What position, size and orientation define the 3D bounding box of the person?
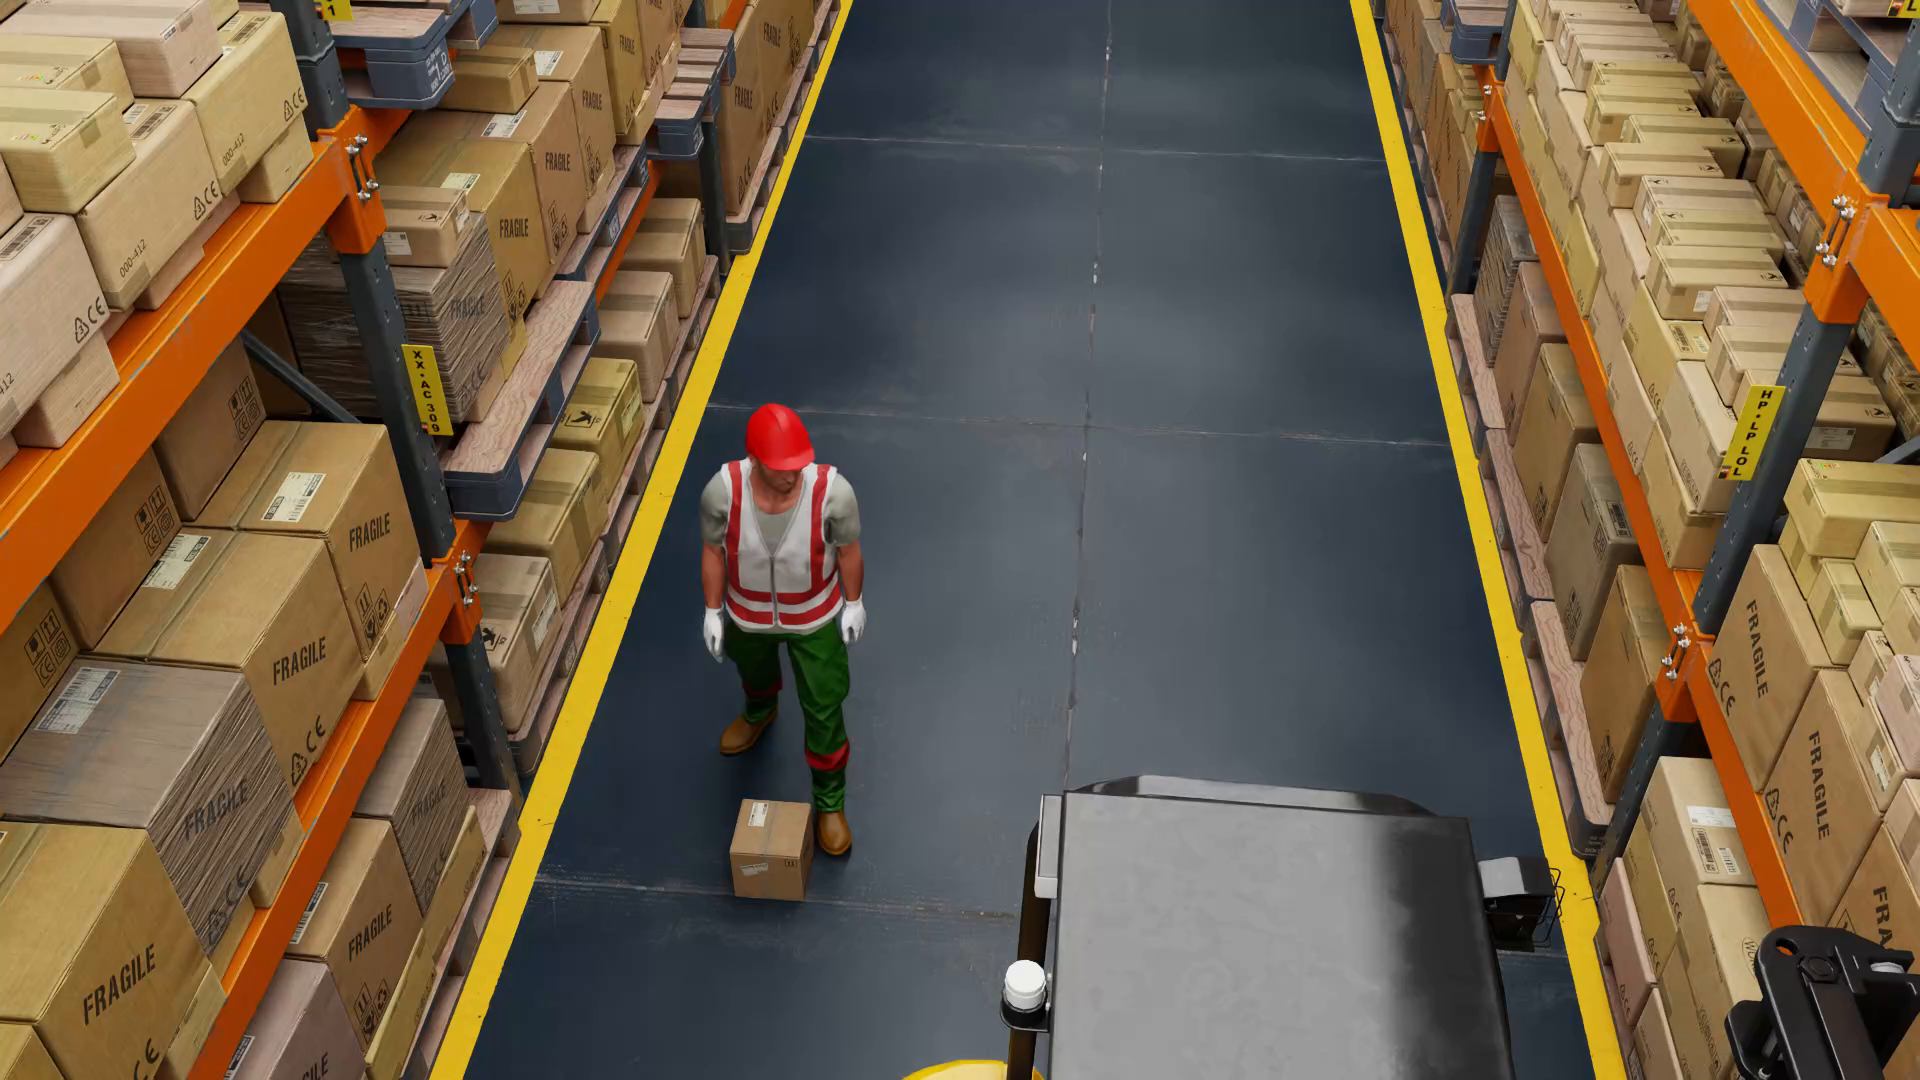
[{"bbox_3d":[-0.648,0.254,5.843,0.620,1.776,0.757,2,40,3],"label":"person"}]
